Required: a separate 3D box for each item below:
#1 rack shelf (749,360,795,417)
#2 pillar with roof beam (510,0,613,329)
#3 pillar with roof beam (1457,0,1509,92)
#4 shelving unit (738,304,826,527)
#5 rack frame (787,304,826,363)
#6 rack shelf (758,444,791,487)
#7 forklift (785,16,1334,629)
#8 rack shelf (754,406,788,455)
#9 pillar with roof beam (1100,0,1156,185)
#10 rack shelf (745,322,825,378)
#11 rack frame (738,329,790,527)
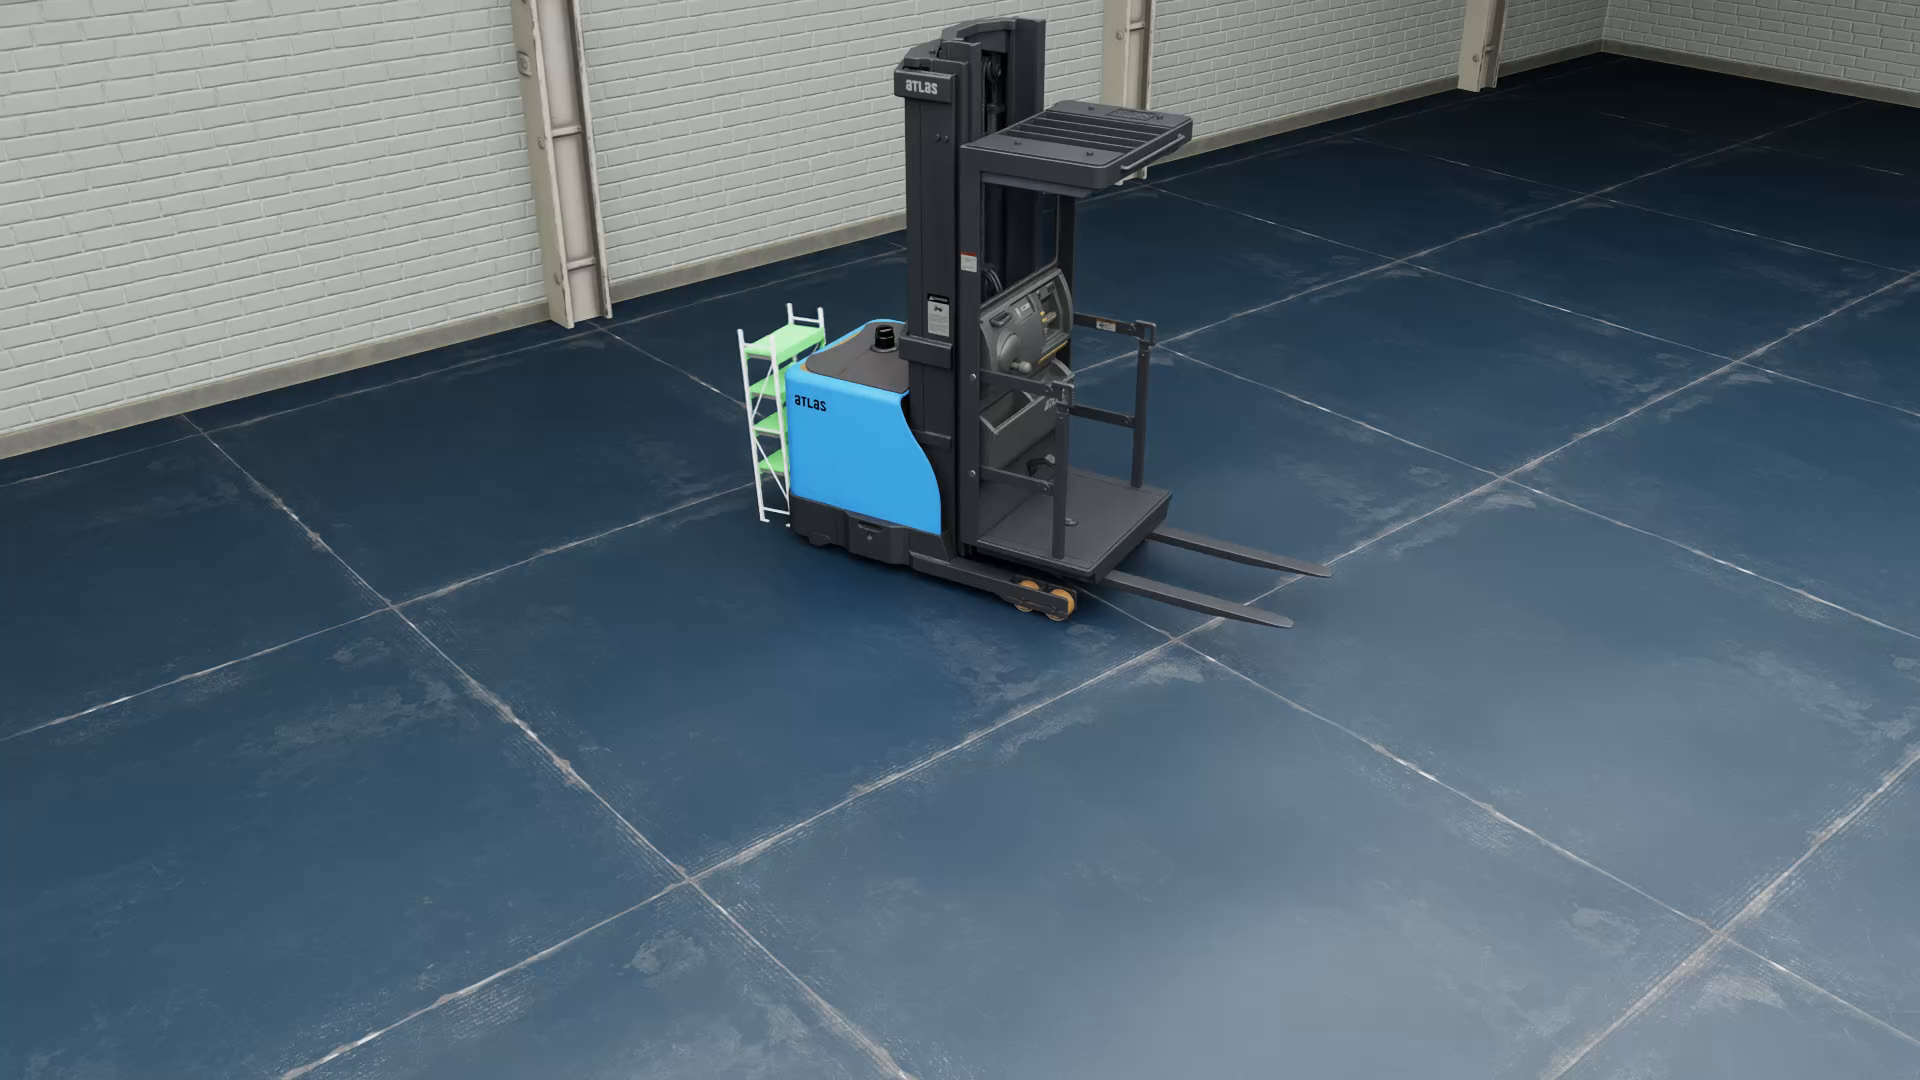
[{"bbox_3d":[-1.009,-0.893,9.758,0.258,0.148,0.480,12,30,28],"label":"rack shelf"},{"bbox_3d":[-0.171,-4.166,7.997,0.400,9.000,9.100,-22,35,-35],"label":"pillar with roof beam"},{"bbox_3d":[8.958,-7.836,14.866,0.400,9.000,9.100,-22,35,-35],"label":"pillar with roof beam"},{"bbox_3d":[-0.999,-0.735,9.836,0.258,1.200,0.503,12,30,28],"label":"shelving unit"},{"bbox_3d":[-0.878,-0.835,10.023,0.240,1.200,0.015,12,30,28],"label":"rack frame"},{"bbox_3d":[-0.982,-0.463,9.971,0.258,0.148,0.480,12,30,28],"label":"rack shelf"},{"bbox_3d":[0.538,-1.145,8.783,3.031,2.935,1.130,15,32,26],"label":"forklift"},{"bbox_3d":[-0.995,-0.678,9.864,0.258,0.148,0.480,12,30,28],"label":"rack shelf"},{"bbox_3d":[4.393,-6.001,11.432,0.400,9.000,9.100,-22,35,-35],"label":"pillar with roof beam"},{"bbox_3d":[-1.022,-1.108,9.652,0.258,0.148,0.480,12,30,28],"label":"rack shelf"},{"bbox_3d":[-1.120,-0.636,9.649,0.240,1.200,0.015,12,30,28],"label":"rack frame"}]
